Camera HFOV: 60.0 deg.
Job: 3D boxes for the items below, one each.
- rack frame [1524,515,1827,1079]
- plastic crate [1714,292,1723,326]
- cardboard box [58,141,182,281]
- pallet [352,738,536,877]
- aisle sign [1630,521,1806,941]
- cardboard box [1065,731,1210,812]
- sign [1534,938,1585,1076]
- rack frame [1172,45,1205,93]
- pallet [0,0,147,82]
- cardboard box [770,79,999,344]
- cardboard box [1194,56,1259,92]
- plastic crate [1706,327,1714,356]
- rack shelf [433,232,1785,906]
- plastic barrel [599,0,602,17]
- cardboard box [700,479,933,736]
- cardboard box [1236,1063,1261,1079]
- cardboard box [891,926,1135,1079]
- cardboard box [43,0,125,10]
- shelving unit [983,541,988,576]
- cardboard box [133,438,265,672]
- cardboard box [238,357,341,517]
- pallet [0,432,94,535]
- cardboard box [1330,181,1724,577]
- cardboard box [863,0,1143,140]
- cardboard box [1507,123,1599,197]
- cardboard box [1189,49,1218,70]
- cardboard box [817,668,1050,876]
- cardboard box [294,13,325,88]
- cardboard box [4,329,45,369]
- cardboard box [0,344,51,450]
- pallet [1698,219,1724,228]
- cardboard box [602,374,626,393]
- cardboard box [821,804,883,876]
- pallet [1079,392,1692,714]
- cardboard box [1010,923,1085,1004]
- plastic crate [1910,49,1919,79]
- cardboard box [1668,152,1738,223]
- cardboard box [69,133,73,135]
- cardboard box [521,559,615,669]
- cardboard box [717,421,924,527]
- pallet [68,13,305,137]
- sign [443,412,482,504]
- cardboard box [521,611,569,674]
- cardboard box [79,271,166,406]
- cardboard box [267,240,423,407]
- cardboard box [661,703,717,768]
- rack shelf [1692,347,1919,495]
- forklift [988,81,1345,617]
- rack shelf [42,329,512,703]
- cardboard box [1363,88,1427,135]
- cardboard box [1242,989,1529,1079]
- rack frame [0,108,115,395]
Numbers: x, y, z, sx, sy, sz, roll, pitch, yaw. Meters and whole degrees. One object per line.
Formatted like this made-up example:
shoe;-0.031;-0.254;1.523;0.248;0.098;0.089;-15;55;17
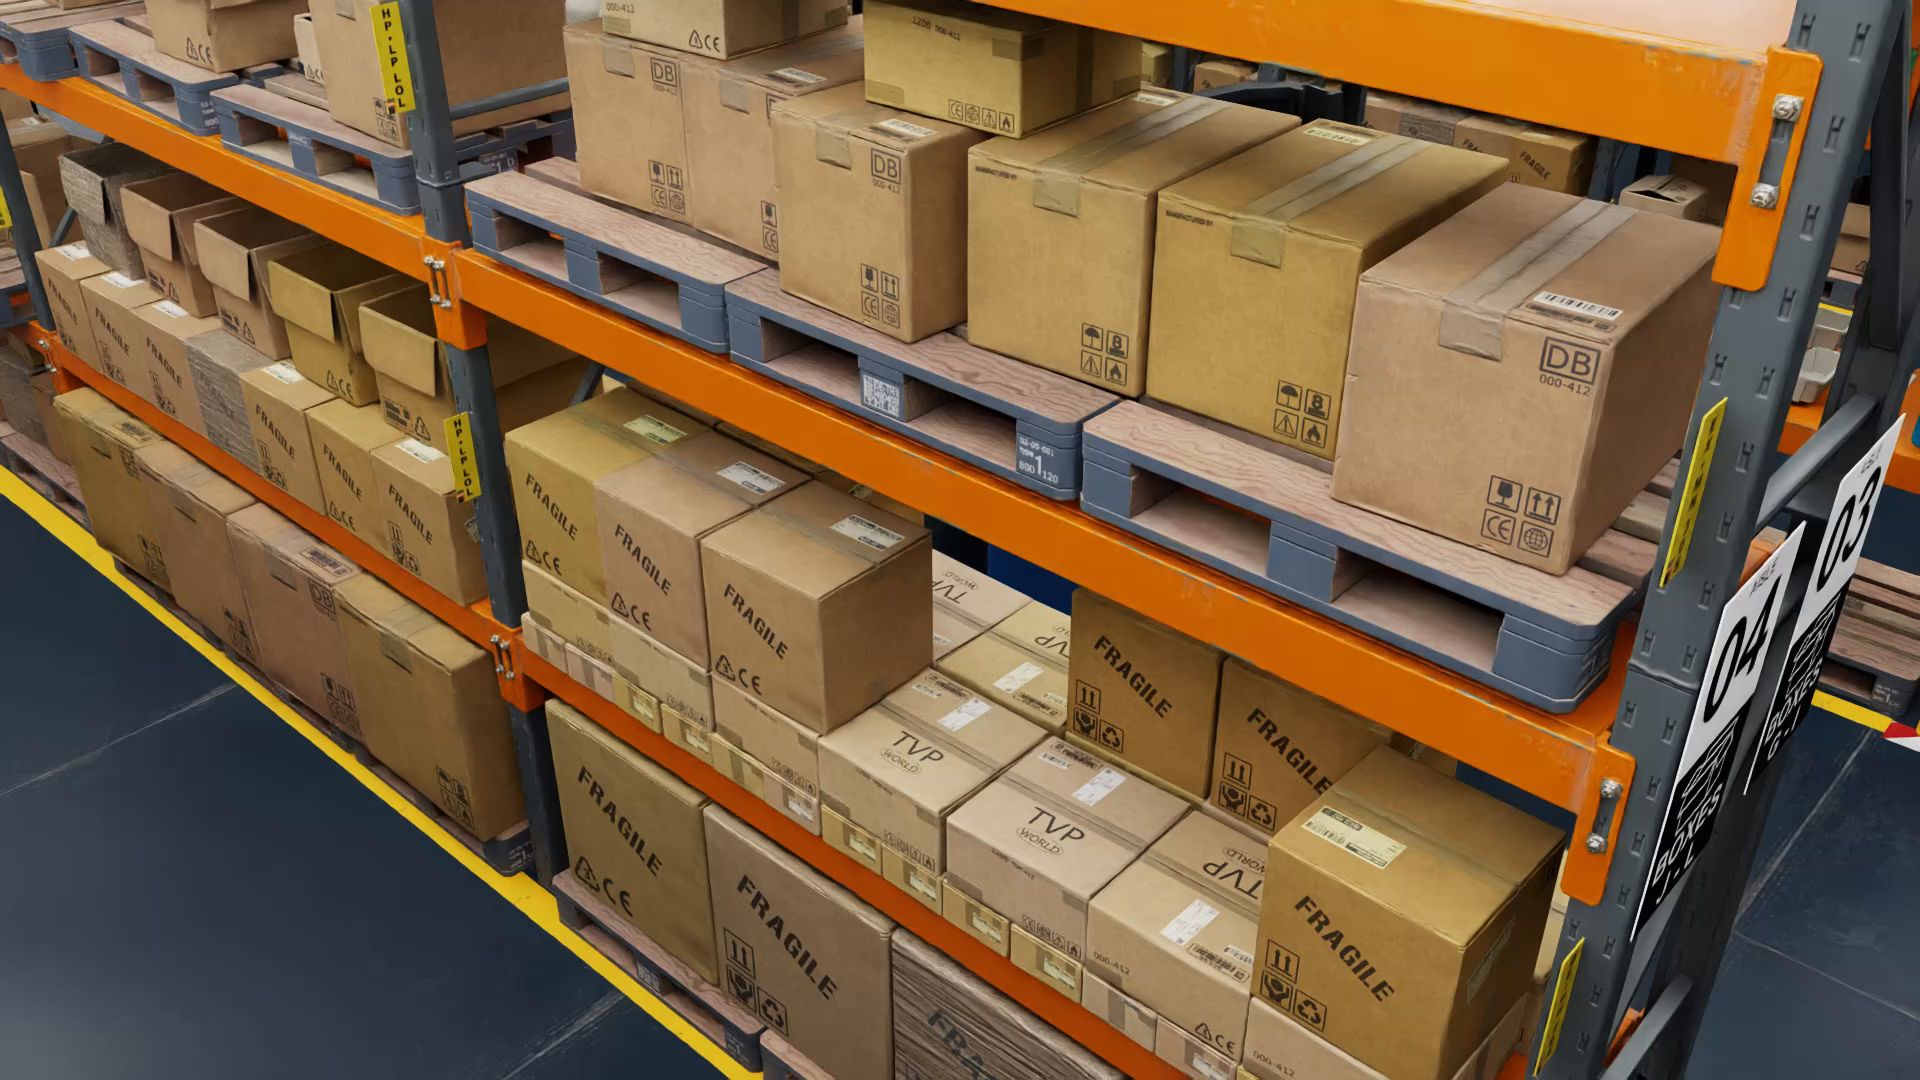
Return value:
rack frame;1.601;1.351;4.098;0.127;3.000;1.000;25;39;35
plastic crate;3.986;-1.164;8.380;0.300;0.233;0.416;25;39;35
cardboard box;-3.799;-1.631;7.982;0.637;0.503;0.797;27;40;37
pallet;-1.988;0.923;7.512;1.213;0.211;1.003;25;39;35
aisle sign;1.453;0.377;3.196;0.004;0.787;0.394;25;39;35
cardboard box;0.666;0.666;5.093;0.500;0.250;0.500;24;38;34
sign;1.226;0.956;3.402;0.005;0.325;0.100;25;39;35
rack frame;2.320;-5.205;14.988;0.127;3.000;1.000;25;39;35
pallet;-3.818;-2.420;7.636;1.003;0.211;1.213;27;40;37
cardboard box;-0.056;-0.913;4.350;0.500;0.500;0.700;27;40;37
cardboard box;2.465;-4.056;15.076;0.500;0.500;0.500;27;40;37
plastic crate;3.538;-0.957;8.129;0.250;0.136;0.298;25;39;35
rack shelf;0.118;-0.318;4.660;4.000;0.370;1.077;25;39;35
plastic barrel;-2.546;-3.936;12.748;0.433;0.535;0.433;0;31;0
cardboard box;-0.432;0.197;5.144;0.500;0.500;0.500;24;38;34
cardboard box;0.922;1.372;4.307;0.250;0.149;0.380;25;39;36
cardboard box;0.398;1.575;5.378;0.875;0.875;0.875;25;39;35
cardboard box;-3.830;-2.744;7.484;0.797;0.503;0.637;-27;40;-37
shelving unit;-0.005;-0.645;8.867;0.755;1.500;0.431;25;39;35
cardboard box;-3.177;-0.129;8.209;0.875;0.875;1.225;25;39;35
cardboard box;-2.649;-0.486;7.052;0.500;0.500;0.500;25;39;35
pallet;-4.909;-0.494;9.866;1.213;0.211;1.003;25;39;35
cardboard box;1.179;-0.359;3.429;0.500;0.500;0.700;22;38;32
cardboard box;0.110;-1.224;4.139;0.500;0.250;0.500;24;38;34
cardboard box;4.727;-2.999;13.321;0.500;0.500;0.500;25;39;35
cardboard box;2.128;-4.741;15.931;0.500;0.311;0.500;27;40;37
cardboard box;-0.079;0.691;5.051;0.500;0.250;0.500;25;39;35
cardboard box;-2.118;-1.875;6.226;0.500;0.311;0.500;24;38;34
cardboard box;-5.248;-1.257;9.700;0.500;0.250;0.500;-24;39;-34
cardboard box;-5.261;-0.947;9.912;0.500;0.500;0.700;21;37;31
pallet;5.794;-2.388;13.012;1.213;0.211;1.003;25;39;35
cardboard box;-1.538;-0.331;6.795;0.500;0.500;0.500;25;39;35
cardboard box;-0.212;0.842;5.186;0.250;0.149;0.380;24;38;34
pallet;1.044;-0.149;3.767;1.213;0.211;1.003;25;39;35
cardboard box;0.358;1.108;4.745;0.250;0.149;0.380;24;39;34
plastic crate;4.002;-1.970;6.911;0.336;0.188;0.450;25;39;35
cardboard box;5.898;-2.849;13.072;0.500;0.500;0.500;25;39;35
cardboard box;-5.419;-2.202;9.737;0.500;0.250;0.500;24;38;34
cardboard box;-1.192;0.166;5.923;0.500;0.250;0.500;24;39;34
cardboard box;-0.476;-0.186;5.781;0.500;0.500;0.500;25;39;36
pallet;-2.986;-2.034;6.995;1.213;0.211;1.003;27;40;37
sign;-1.722;-0.285;5.769;0.005;0.325;0.100;25;39;35
cardboard box;-1.369;0.304;6.081;0.250;0.149;0.380;25;39;35
cardboard box;-3.769;-1.011;7.924;0.500;0.500;0.500;24;38;34
cardboard box;-2.345;-0.966;6.877;0.637;0.503;0.797;26;39;36
cardboard box;-0.782;0.576;5.629;0.250;0.149;0.380;24;38;34
rack shelf;3.442;-0.927;8.579;4.000;0.370;1.077;25;39;35
forklift;1.369;-0.233;6.795;1.130;2.935;3.031;-20;36;-29
rack shelf;-2.848;-0.418;7.733;4.000;0.370;1.077;25;39;35
cardboard box;3.616;-3.522;14.190;0.500;0.500;0.500;24;38;34
cardboard box;1.063;1.221;4.170;0.500;0.250;0.500;24;39;34
rack frame;-4.331;-1.418;8.697;0.127;3.000;1.000;25;39;35
